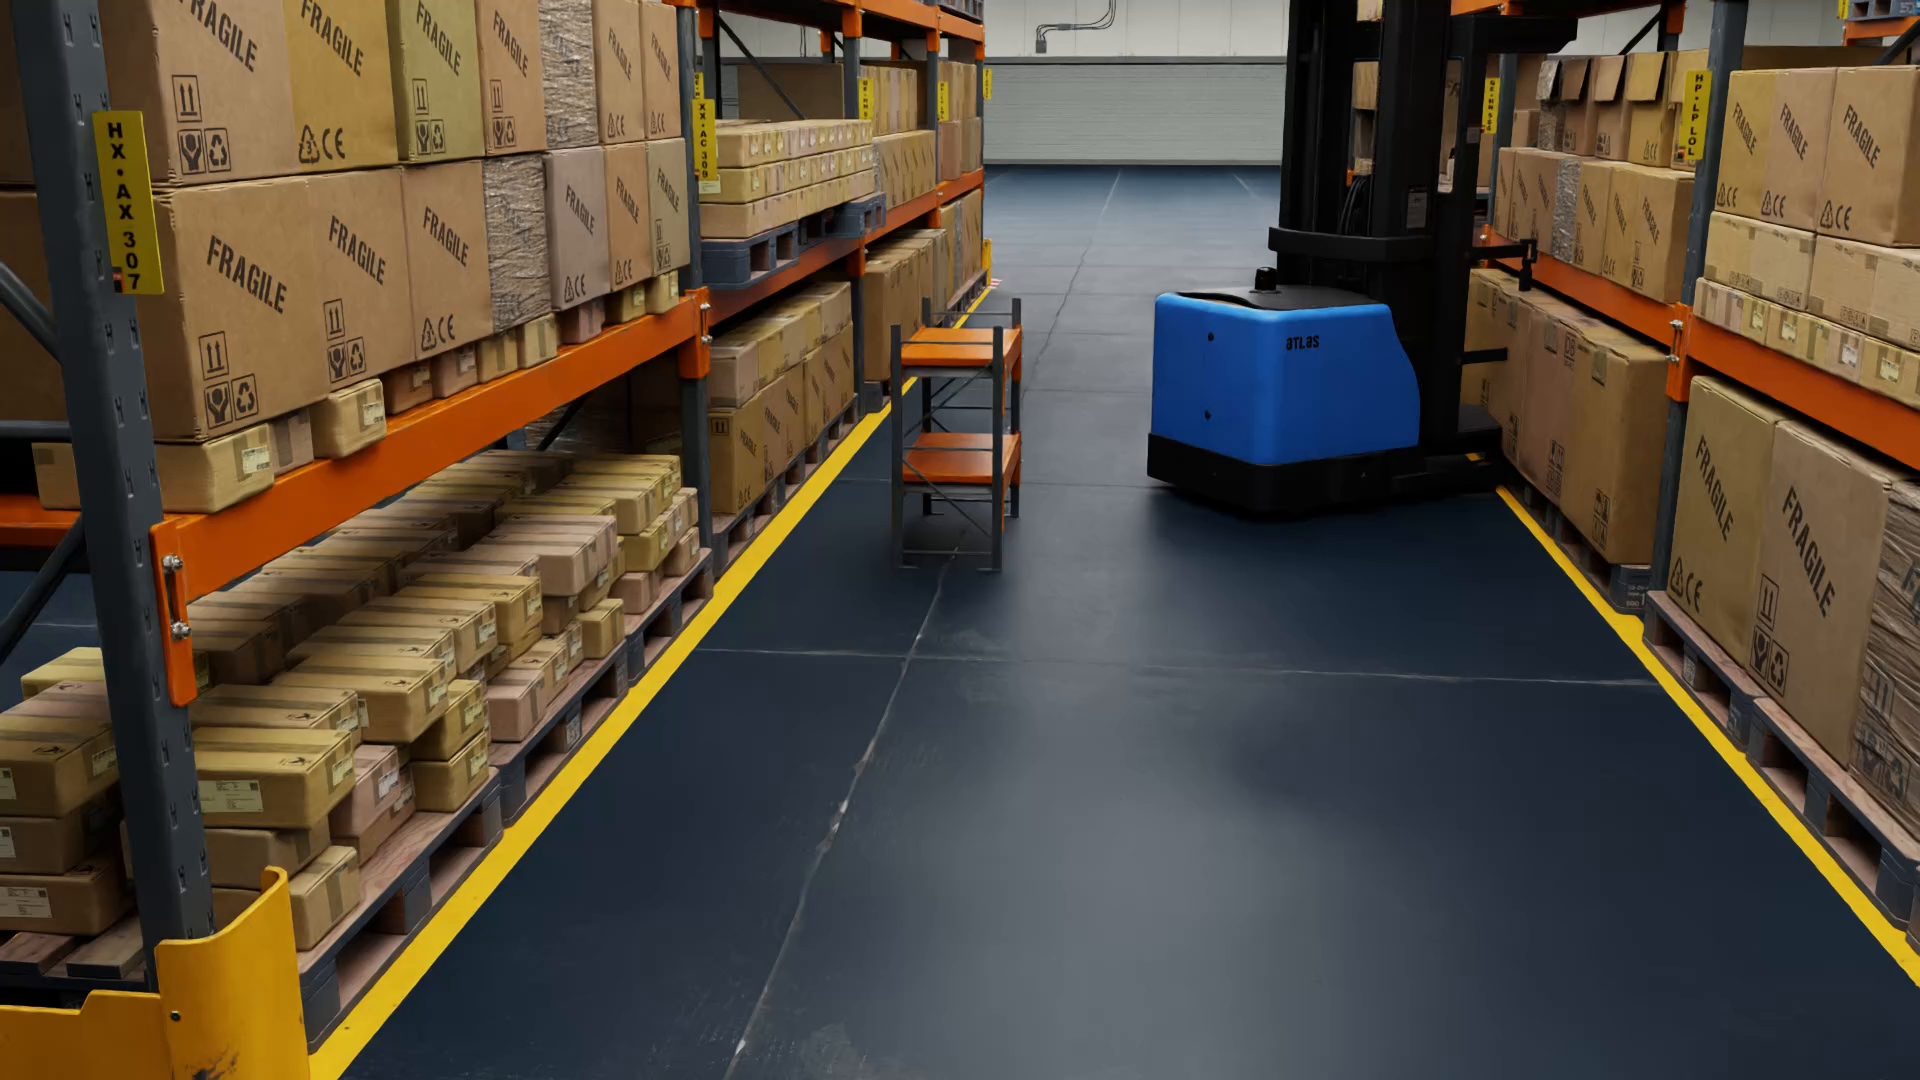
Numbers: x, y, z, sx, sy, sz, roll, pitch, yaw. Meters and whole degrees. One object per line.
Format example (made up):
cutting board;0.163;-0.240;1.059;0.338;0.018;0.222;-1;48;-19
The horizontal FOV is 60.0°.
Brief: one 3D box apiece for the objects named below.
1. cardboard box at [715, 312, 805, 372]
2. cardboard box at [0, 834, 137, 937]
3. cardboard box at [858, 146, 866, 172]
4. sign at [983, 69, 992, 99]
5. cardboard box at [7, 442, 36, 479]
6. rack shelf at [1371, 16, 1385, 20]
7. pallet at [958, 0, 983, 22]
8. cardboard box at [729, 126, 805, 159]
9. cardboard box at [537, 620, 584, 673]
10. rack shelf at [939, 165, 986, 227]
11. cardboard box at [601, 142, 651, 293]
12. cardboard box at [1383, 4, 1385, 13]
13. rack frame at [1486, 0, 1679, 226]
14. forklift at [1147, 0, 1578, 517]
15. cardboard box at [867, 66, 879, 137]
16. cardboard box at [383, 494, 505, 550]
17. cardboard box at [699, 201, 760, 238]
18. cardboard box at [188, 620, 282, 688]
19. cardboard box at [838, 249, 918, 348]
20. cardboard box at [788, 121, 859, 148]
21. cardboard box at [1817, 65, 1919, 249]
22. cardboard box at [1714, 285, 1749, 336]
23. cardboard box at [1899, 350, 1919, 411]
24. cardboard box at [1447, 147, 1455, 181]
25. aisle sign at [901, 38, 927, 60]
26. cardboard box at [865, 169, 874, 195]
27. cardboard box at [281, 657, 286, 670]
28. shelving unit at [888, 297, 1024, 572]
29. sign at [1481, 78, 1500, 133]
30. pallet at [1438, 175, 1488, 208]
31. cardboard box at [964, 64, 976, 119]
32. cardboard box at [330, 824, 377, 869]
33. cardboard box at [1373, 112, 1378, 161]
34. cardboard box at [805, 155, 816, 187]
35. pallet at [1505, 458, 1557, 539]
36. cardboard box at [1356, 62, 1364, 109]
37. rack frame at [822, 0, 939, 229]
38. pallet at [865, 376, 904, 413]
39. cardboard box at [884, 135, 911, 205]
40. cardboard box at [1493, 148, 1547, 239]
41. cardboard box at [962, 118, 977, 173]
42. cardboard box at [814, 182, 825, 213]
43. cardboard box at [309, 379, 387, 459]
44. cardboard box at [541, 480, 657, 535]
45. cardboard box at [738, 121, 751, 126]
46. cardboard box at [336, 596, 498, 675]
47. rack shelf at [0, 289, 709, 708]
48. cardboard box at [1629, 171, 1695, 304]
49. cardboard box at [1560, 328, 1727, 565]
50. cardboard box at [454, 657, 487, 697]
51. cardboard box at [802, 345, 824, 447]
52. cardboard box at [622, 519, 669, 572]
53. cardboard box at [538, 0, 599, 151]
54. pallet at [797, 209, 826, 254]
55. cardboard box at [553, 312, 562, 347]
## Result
cardboard box;-1.130;-1.056;8.870;0.500;0.250;0.500;2;15;8
cardboard box;-2.195;0.824;4.025;0.380;0.149;0.250;2;15;7
cardboard box;-0.776;-2.296;10.012;0.380;0.149;0.250;2;15;8
sign;0.296;-5.010;18.272;0.100;0.325;0.005;2;15;6
cardboard box;-2.225;-0.242;3.790;0.380;0.149;0.250;2;15;6
rack shelf;4.450;-4.766;15.673;1.077;0.370;4.000;2;15;6
pallet;-0.315;-5.569;17.434;1.003;0.211;1.213;2;15;6
cardboard box;-0.978;-1.971;8.243;0.380;0.149;0.250;2;15;6
cardboard box;-1.514;0.375;5.685;0.380;0.149;0.250;2;15;7
rack shelf;-0.467;-3.490;16.702;1.077;0.370;4.000;2;15;6
cardboard box;-1.429;-1.167;5.972;0.500;0.500;0.500;1;15;5
cardboard box;4.138;-4.916;15.135;0.500;0.250;0.500;2;15;6
rack frame;3.773;-2.109;10.216;1.000;3.000;0.127;2;15;6
forklift;2.577;-1.792;9.173;3.031;2.935;1.130;-8;17;-28
cardboard box;-0.972;-3.193;12.116;0.700;0.500;0.500;1;15;5
cardboard box;-1.917;-0.069;6.190;0.380;0.149;0.250;1;15;5
cardboard box;-1.094;-1.414;7.322;0.380;0.149;0.250;1;15;4
cardboard box;-2.158;0.335;4.693;0.380;0.149;0.250;1;15;4
cardboard box;-0.891;-1.780;12.505;1.050;0.750;0.750;2;15;7
cardboard box;-0.804;-2.376;9.741;0.380;0.149;0.250;2;15;8
cardboard box;2.896;-1.126;4.859;0.500;0.500;0.500;1;15;4
cardboard box;2.928;-0.815;5.912;0.380;0.149;0.250;1;15;4
cardboard box;2.756;-0.412;4.419;0.380;0.149;0.250;2;15;7
cardboard box;3.693;-2.687;11.807;0.396;0.266;0.258;1;15;5
aisle sign;-0.531;-5.639;18.288;0.394;0.787;0.004;2;15;6
cardboard box;-0.743;-2.221;10.308;0.380;0.149;0.250;2;15;7
cardboard box;-2.168;0.408;4.992;0.380;0.149;0.250;2;15;7
shelving unit;-0.001;-0.541;8.009;0.538;1.125;1.048;2;15;6
sign;3.233;-2.643;10.125;0.100;0.325;0.005;2;15;6
pallet;3.955;-2.531;12.144;1.003;0.211;1.213;2;15;6
cardboard box;-0.292;-4.710;17.476;0.875;0.550;0.550;2;15;6
cardboard box;-1.721;0.770;4.225;0.380;0.149;0.250;2;15;6
cardboard box;4.550;-3.972;16.345;0.875;0.500;0.500;2;15;6
cardboard box;-0.951;-1.898;8.542;0.380;0.149;0.250;1;15;5
pallet;3.469;-0.245;8.665;1.003;0.211;1.213;2;15;6
cardboard box;4.279;-4.594;16.730;0.500;0.500;0.500;2;15;6
rack frame;-0.693;-3.319;14.690;1.000;3.000;0.127;2;15;6
pallet;-0.980;-1.138;11.965;1.003;0.211;1.213;2;15;6
cardboard box;-0.655;-2.830;12.690;0.500;0.500;0.500;2;15;6
cardboard box;3.448;-2.039;9.766;0.500;0.500;0.500;2;15;8
cardboard box;-0.279;-4.188;17.616;0.875;0.550;0.550;2;15;6
cardboard box;-0.920;-1.818;8.816;0.380;0.149;0.250;1;15;4
cardboard box;-1.613;-0.295;3.988;0.380;0.149;0.250;1;15;5
cardboard box;-1.387;-0.126;6.397;0.380;0.149;0.250;2;15;6
cardboard box;-1.448;-2.403;9.838;0.380;0.149;0.250;2;15;6
cardboard box;-1.596;0.279;4.902;0.380;0.149;0.250;2;15;8
rack shelf;-1.821;-0.378;5.192;1.077;0.370;4.000;2;15;6
cardboard box;3.103;-1.249;6.844;0.500;0.500;0.500;2;15;6
cardboard box;3.374;-0.415;7.218;1.225;0.875;0.875;2;15;6
cardboard box;-1.634;0.425;4.933;0.380;0.149;0.250;1;15;4
cardboard box;-1.064;-0.827;9.458;0.500;0.500;0.500;1;15;4
cardboard box;-1.346;0.017;6.438;0.380;0.149;0.250;1;15;4
cardboard box;-1.505;-1.522;5.368;0.500;0.500;0.500;2;15;8
pallet;-1.327;-1.674;8.975;1.003;0.211;1.213;2;15;6
cardboard box;-1.542;-0.702;5.494;0.380;0.149;0.250;1;15;5
